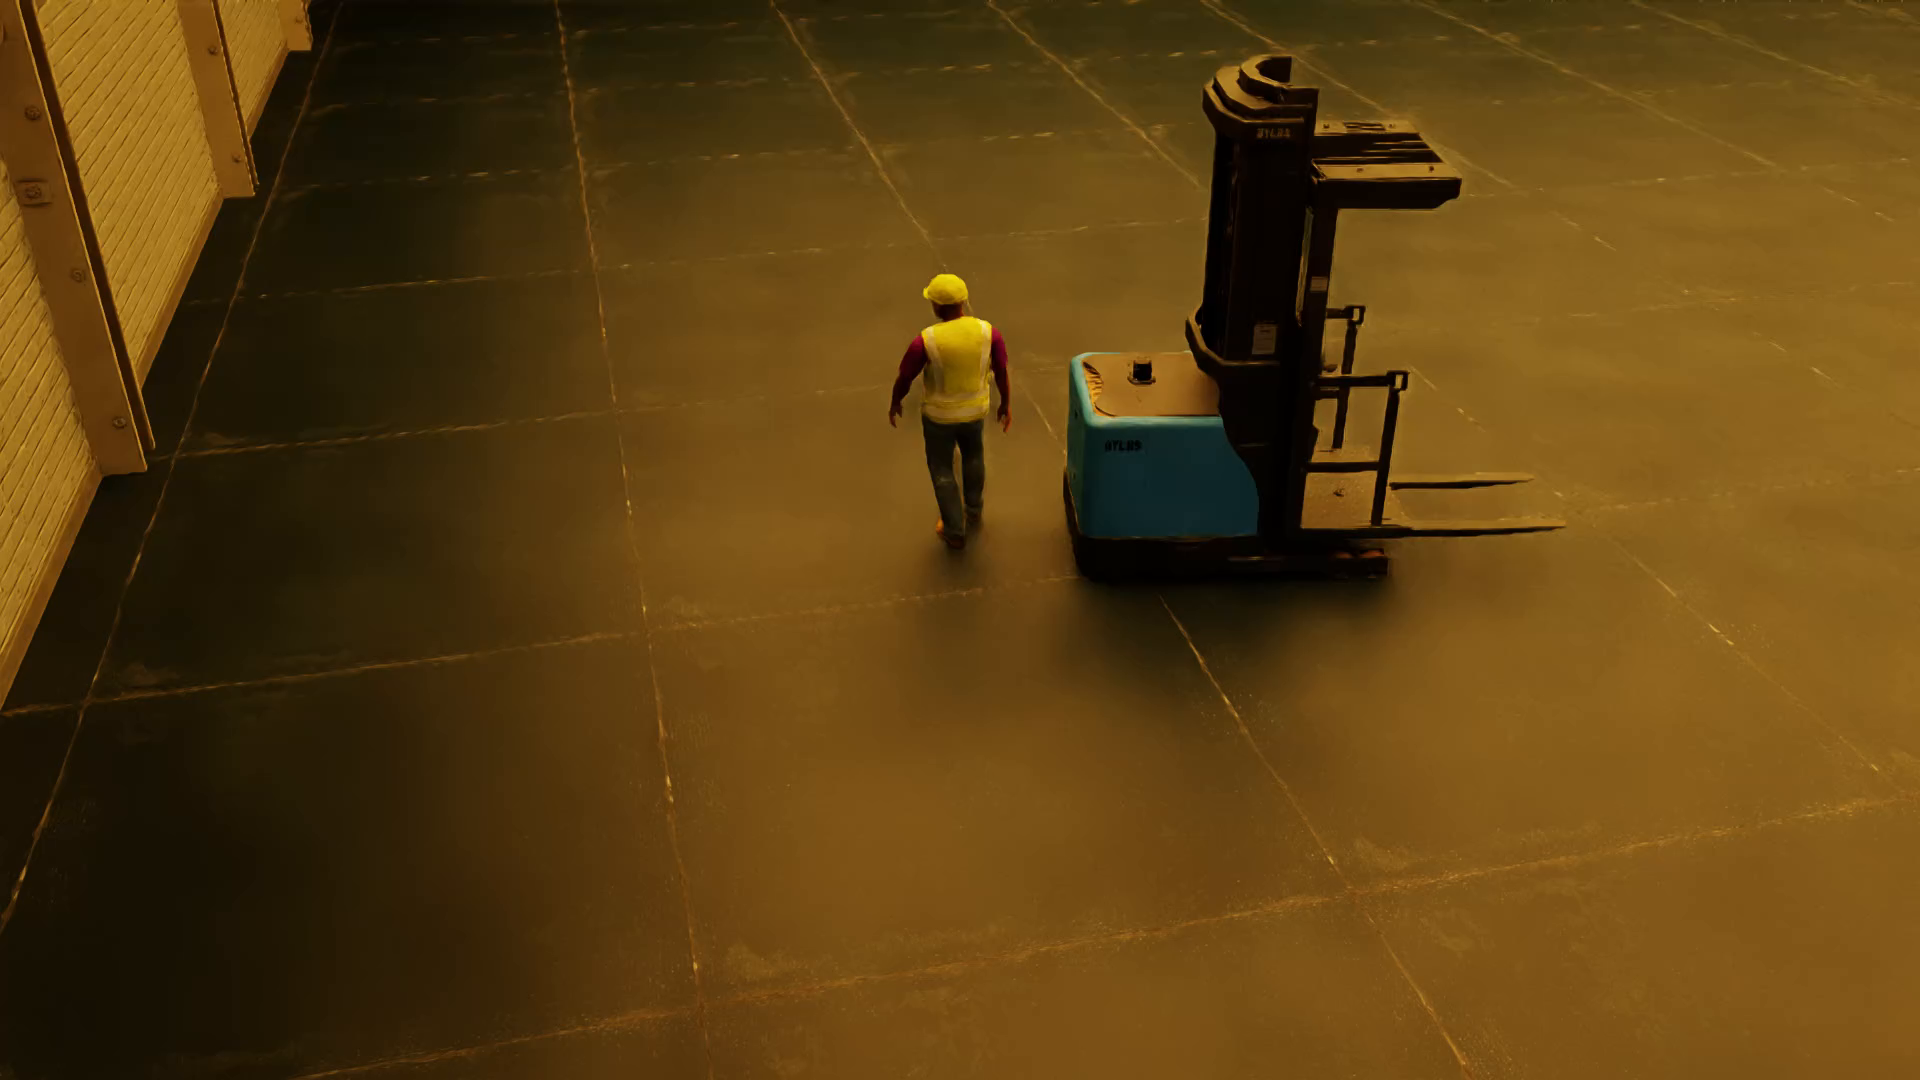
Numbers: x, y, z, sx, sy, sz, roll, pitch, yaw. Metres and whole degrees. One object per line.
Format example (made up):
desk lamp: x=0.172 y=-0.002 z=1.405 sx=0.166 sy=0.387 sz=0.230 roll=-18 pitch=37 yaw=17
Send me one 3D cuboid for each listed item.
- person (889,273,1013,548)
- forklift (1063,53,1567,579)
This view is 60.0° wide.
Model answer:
person: x=-0.073 y=-0.838 z=10.216 sx=0.723 sy=1.754 sz=0.596 roll=-11 pitch=32 yaw=-18
forklift: x=2.204 y=-1.300 z=9.819 sx=3.031 sy=2.935 sz=1.130 roll=-1 pitch=30 yaw=-2
